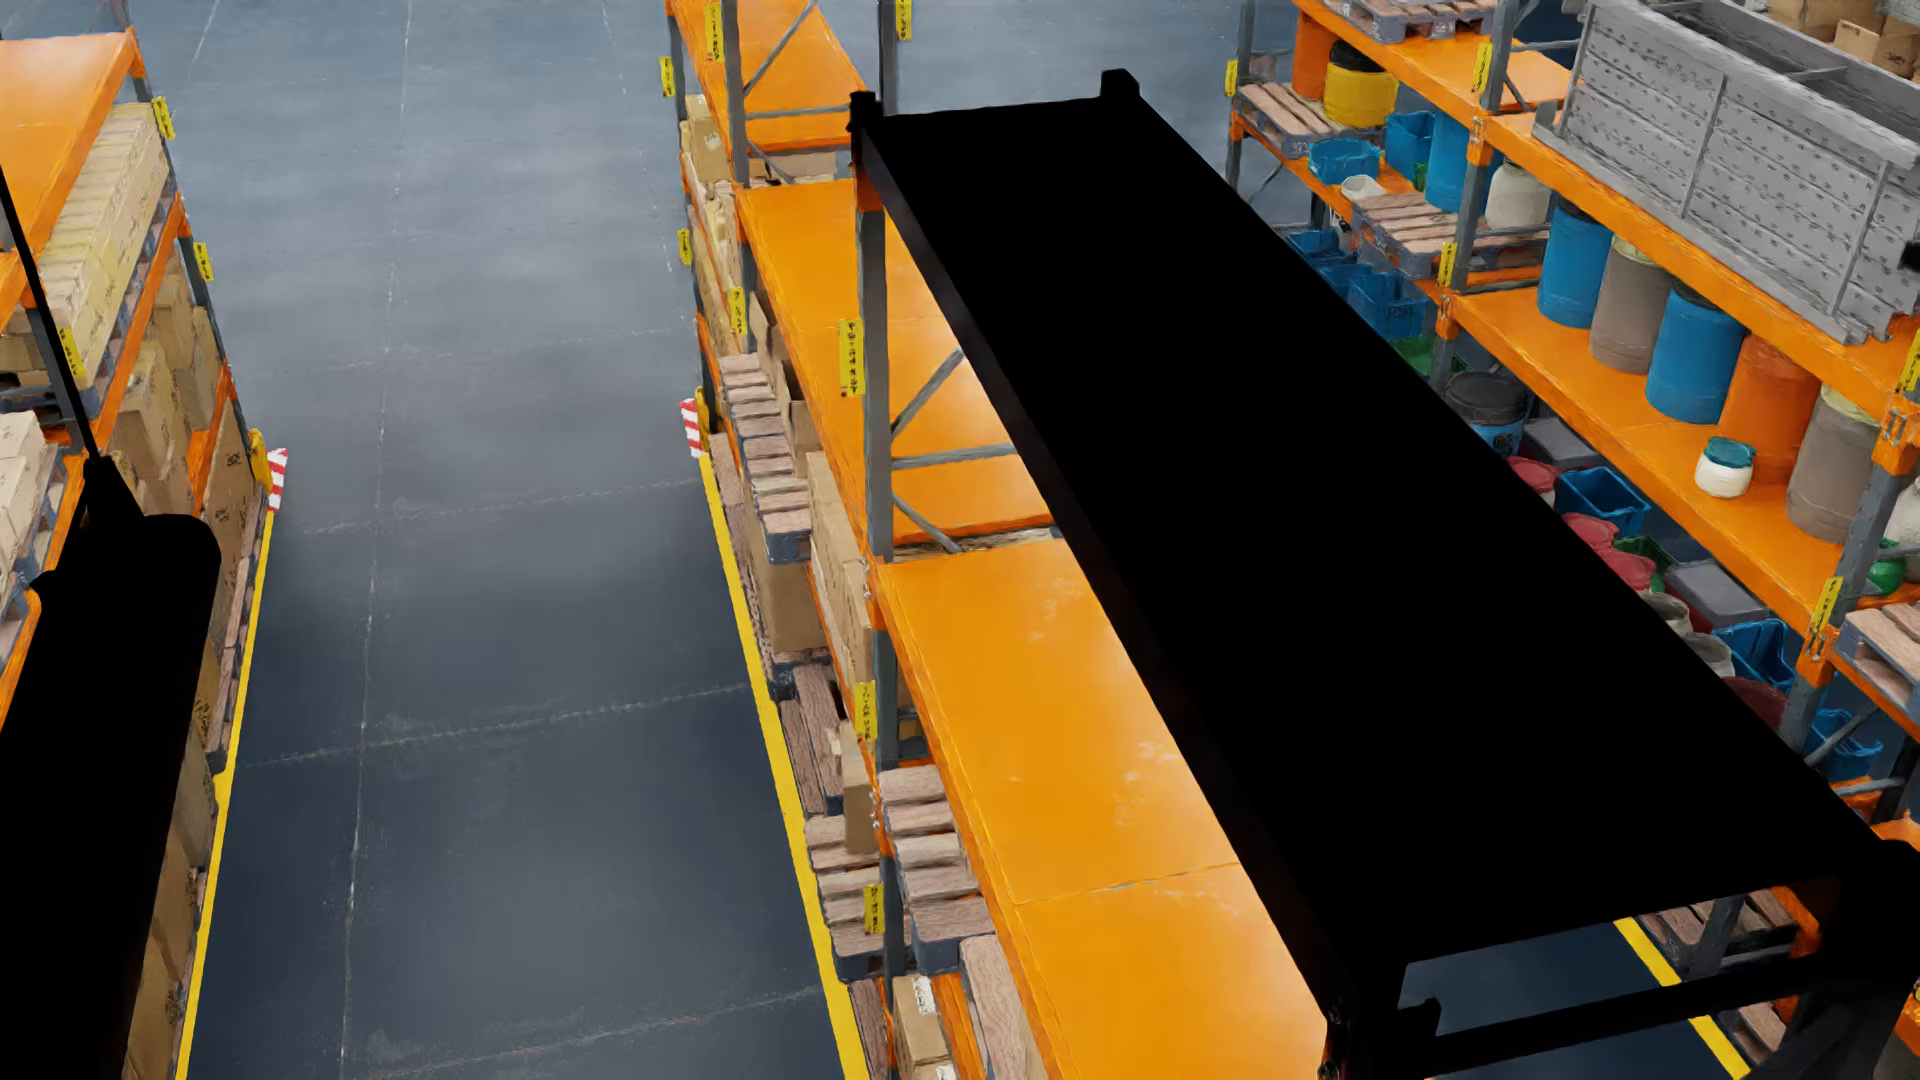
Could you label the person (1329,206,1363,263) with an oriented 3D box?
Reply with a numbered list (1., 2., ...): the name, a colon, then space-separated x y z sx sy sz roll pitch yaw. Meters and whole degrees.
1. person: 4.089 -3.313 17.378 0.470 1.757 0.730 10 36 14
